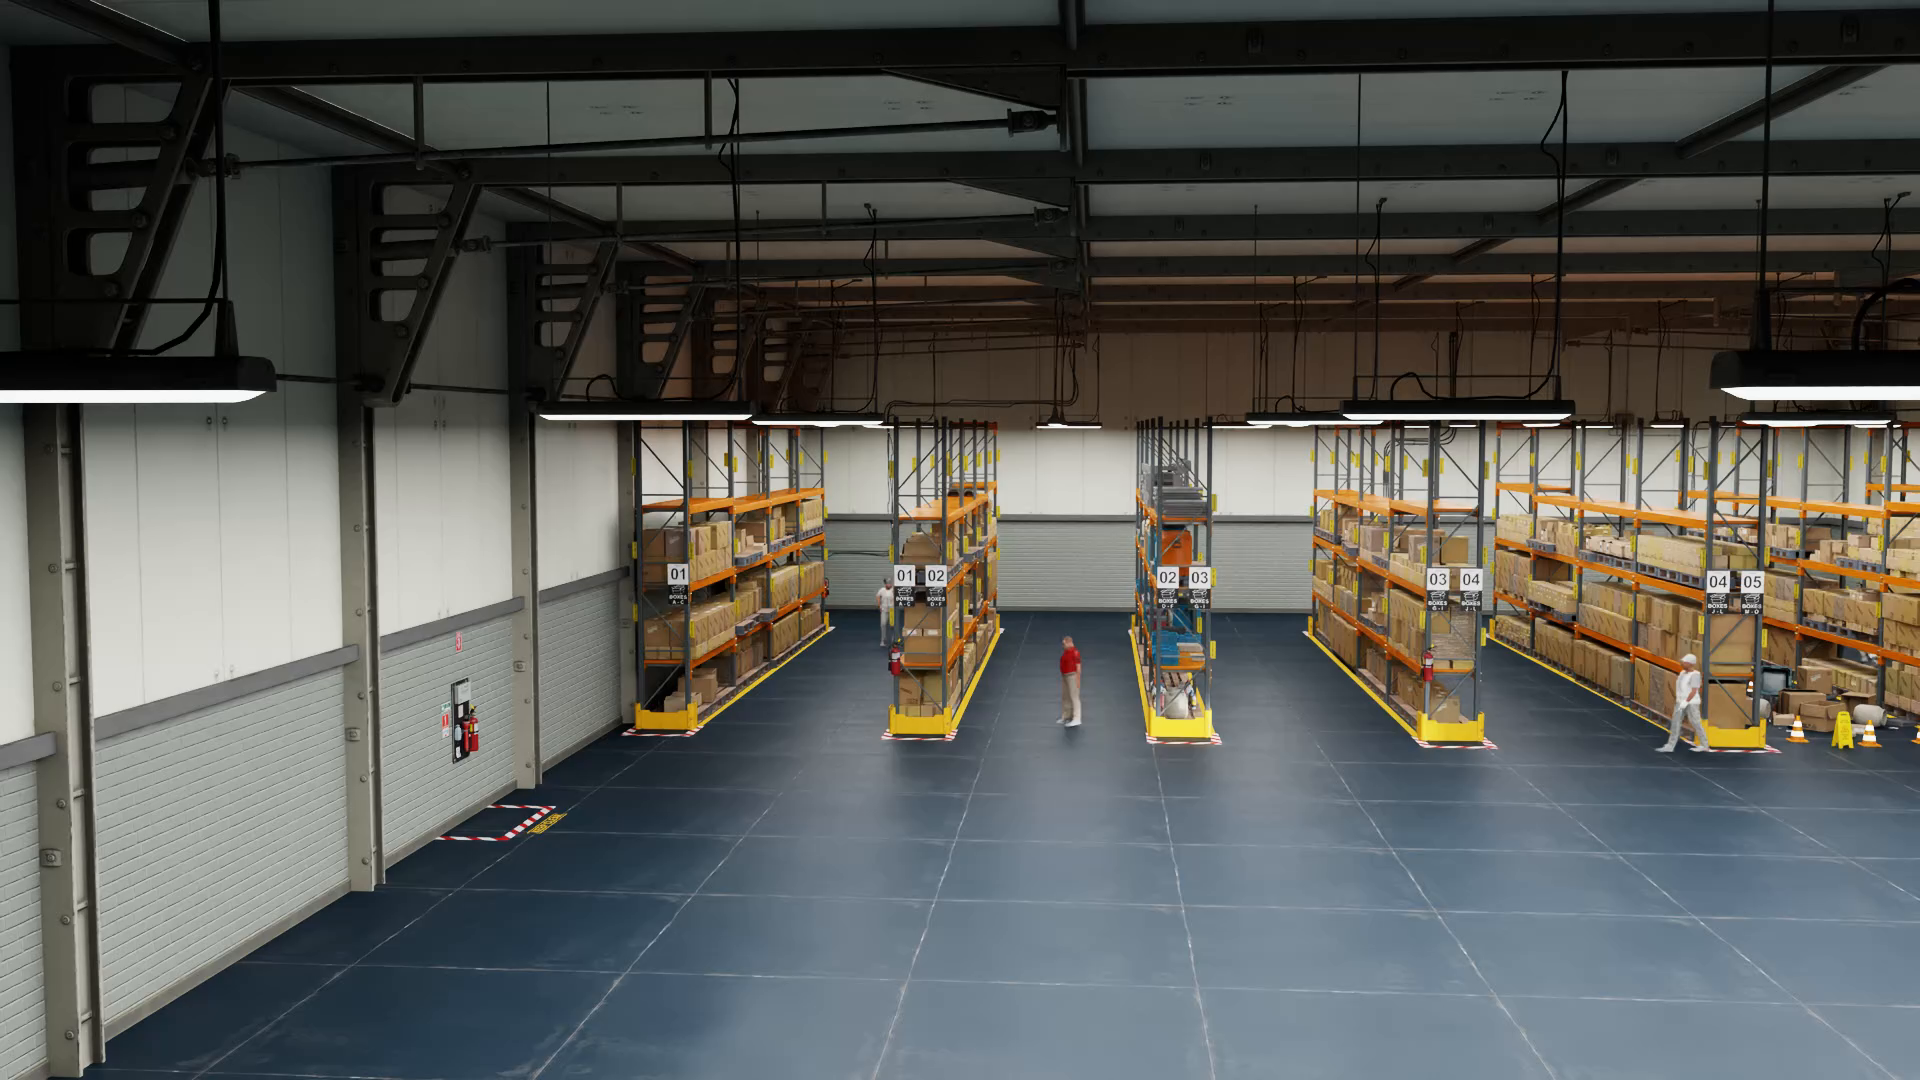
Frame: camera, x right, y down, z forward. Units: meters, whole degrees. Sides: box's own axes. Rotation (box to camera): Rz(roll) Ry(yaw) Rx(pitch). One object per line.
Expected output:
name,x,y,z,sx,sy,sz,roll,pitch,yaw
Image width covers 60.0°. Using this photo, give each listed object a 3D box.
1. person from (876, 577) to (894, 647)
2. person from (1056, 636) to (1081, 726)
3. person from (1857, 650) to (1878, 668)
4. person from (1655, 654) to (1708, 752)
person,-1.912,1.913,44.447,0.698,1.831,0.846,1,4,8
person,2.127,2.738,32.490,0.429,1.726,0.594,-2,4,-23
person,21.602,2.289,39.542,0.558,1.782,0.517,-3,5,-35
person,12.856,2.906,29.510,0.903,1.757,0.627,0,4,-5
